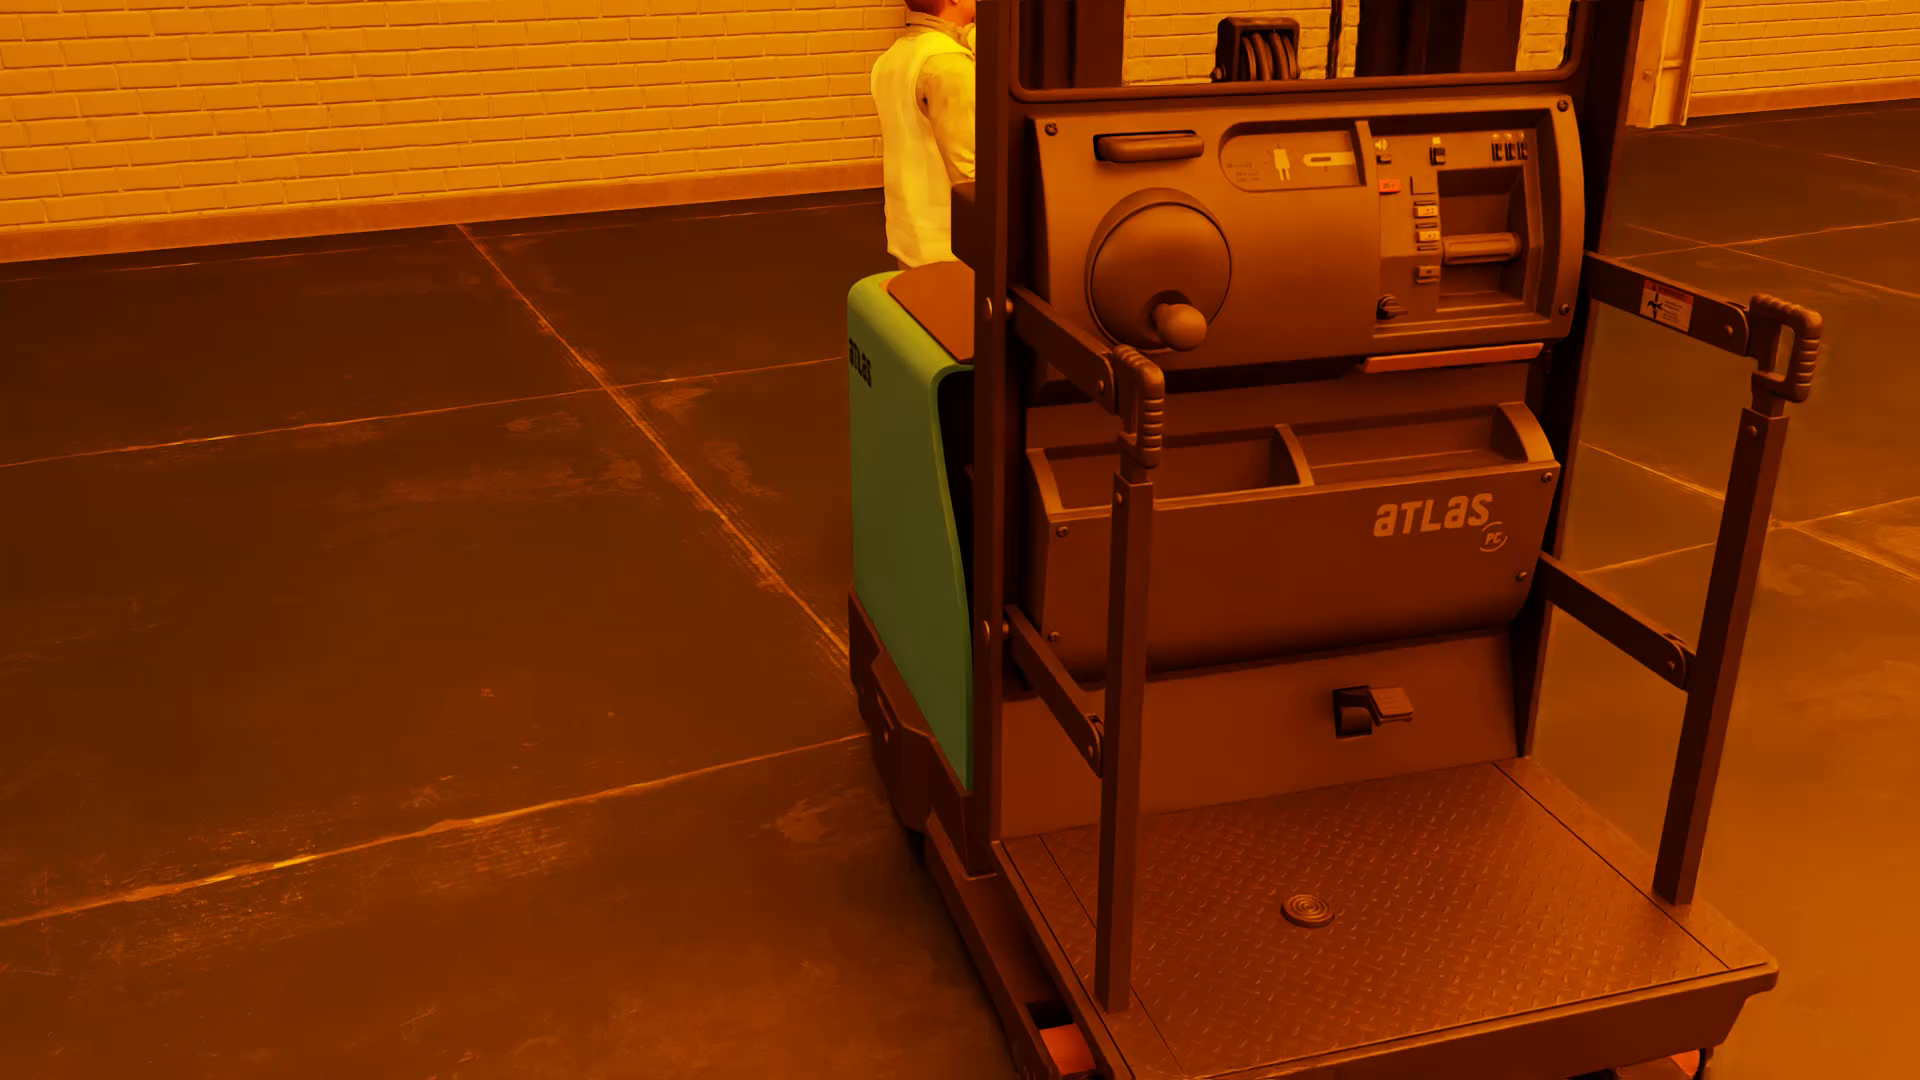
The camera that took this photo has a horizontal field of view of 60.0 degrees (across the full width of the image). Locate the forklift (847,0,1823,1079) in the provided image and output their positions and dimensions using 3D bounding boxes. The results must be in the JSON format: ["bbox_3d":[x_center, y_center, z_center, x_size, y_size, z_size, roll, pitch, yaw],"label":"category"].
[{"bbox_3d":[0.628,-0.477,2.434,1.130,2.935,3.031,-6,23,-15],"label":"forklift"}]

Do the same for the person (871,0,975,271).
[{"bbox_3d":[0.060,-0.834,4.782,0.566,1.775,0.634,-10,25,-23],"label":"person"}]
